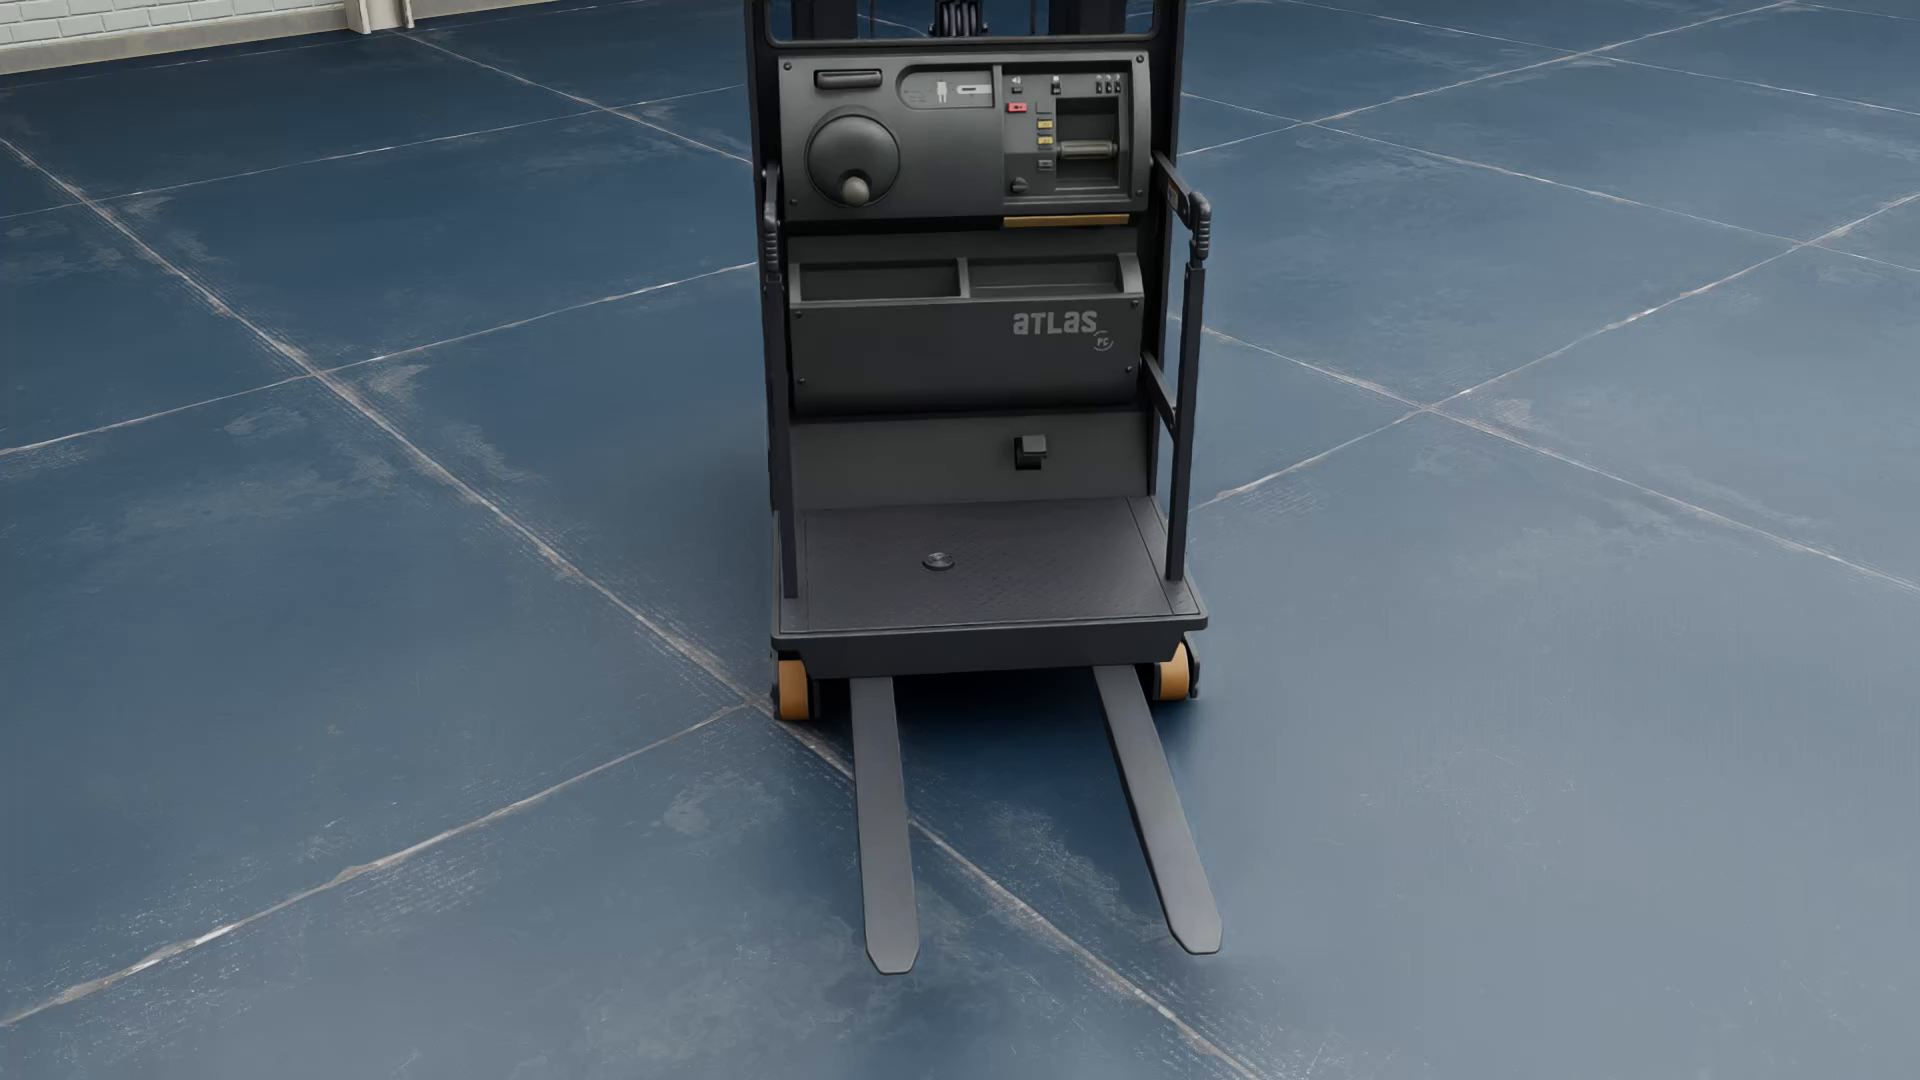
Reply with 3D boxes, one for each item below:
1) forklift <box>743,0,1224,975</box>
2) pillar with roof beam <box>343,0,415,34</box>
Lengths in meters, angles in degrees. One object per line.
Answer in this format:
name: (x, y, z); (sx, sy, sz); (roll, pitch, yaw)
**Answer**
forklift: (0.037, -0.984, 3.982); (1.130, 2.935, 3.031); (-3, 28, -5)
pillar with roof beam: (-1.526, -6.251, 7.399); (0.400, 9.000, 9.100); (-22, 35, -35)
